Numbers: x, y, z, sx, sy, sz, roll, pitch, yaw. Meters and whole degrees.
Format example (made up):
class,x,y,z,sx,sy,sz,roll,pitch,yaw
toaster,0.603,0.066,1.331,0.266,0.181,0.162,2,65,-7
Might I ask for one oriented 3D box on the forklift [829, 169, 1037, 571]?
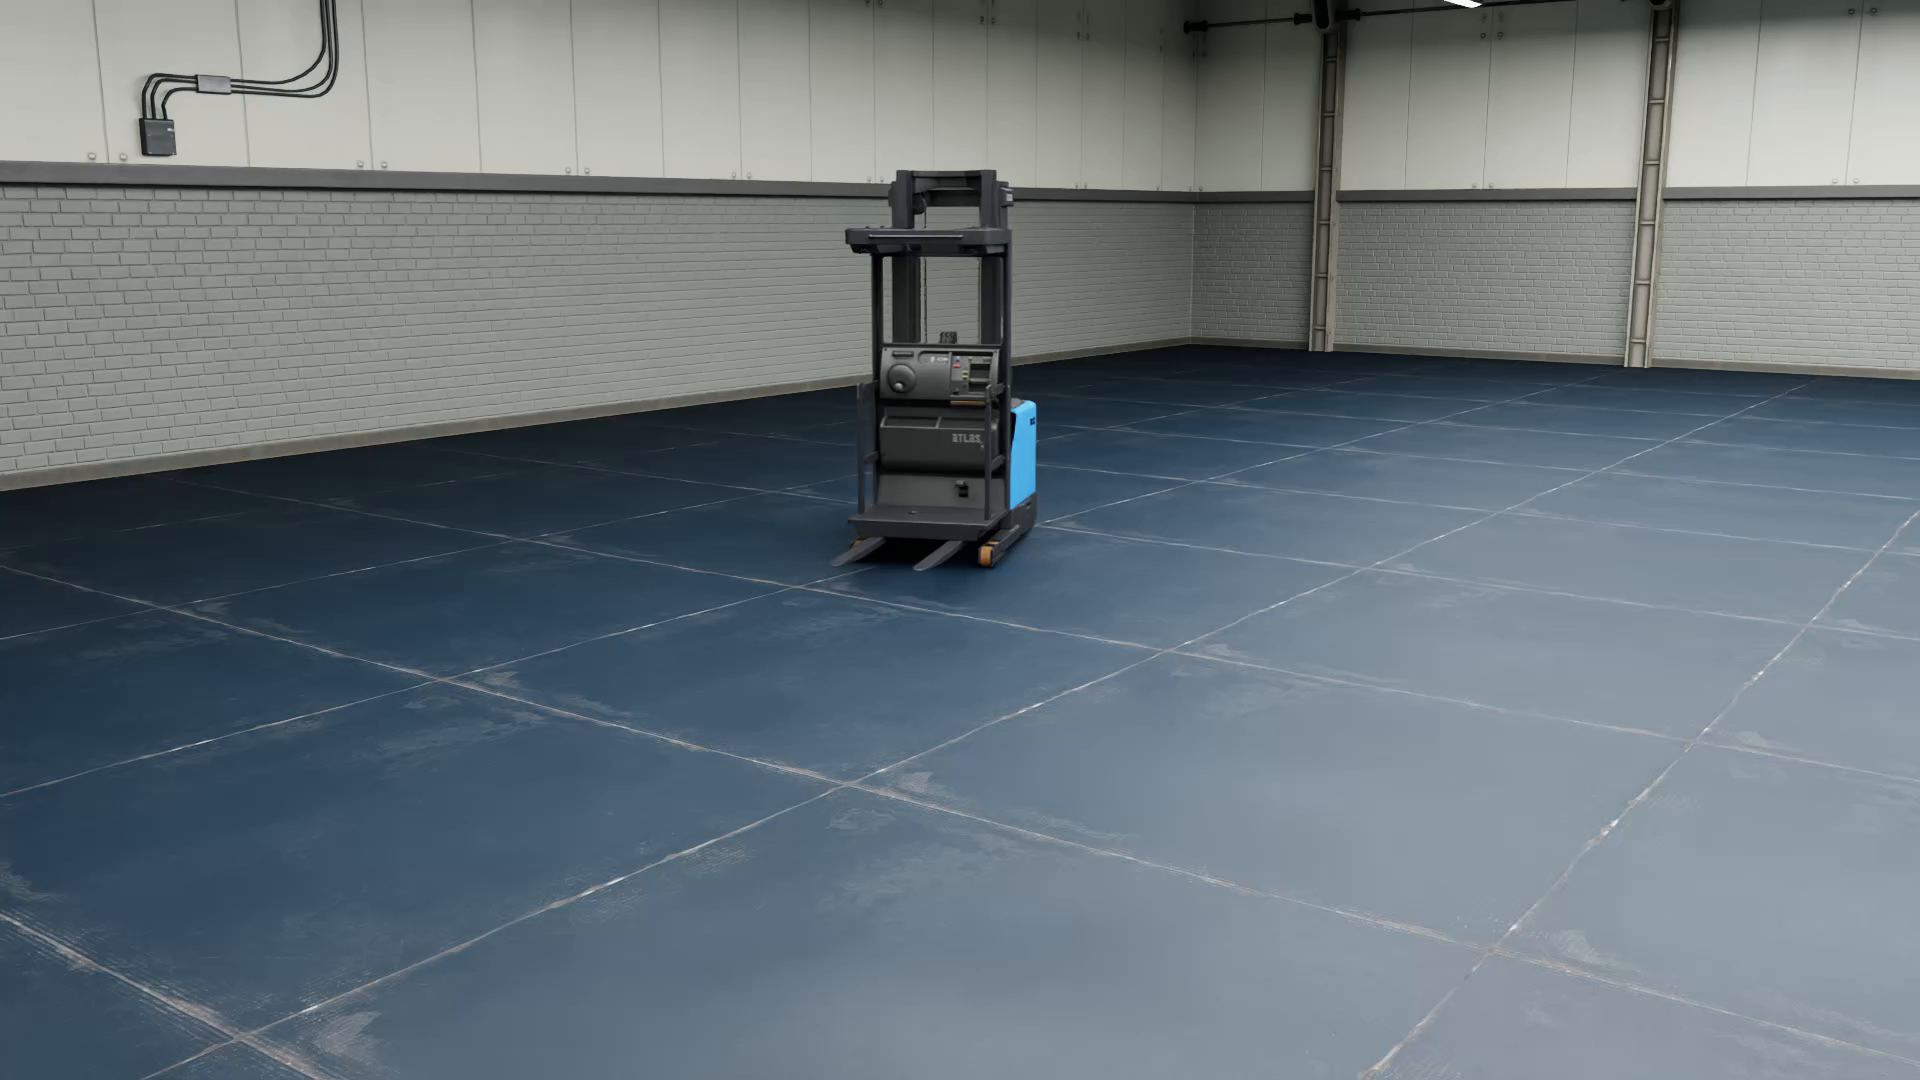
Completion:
class,x,y,z,sx,sy,sz,roll,pitch,yaw
forklift,-0.207,-1.309,12.578,1.130,2.935,3.031,3,11,14

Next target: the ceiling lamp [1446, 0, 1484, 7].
class,x,y,z,sx,sy,sz,roll,pitch,yaw
ceiling lamp,7.308,-9.826,25.261,0.800,3.185,2.000,8,13,36

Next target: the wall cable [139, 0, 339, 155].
class,x,y,z,sx,sy,sz,roll,pitch,yaw
wall cable,-7.475,-6.987,16.998,0.169,6.003,2.305,8,13,36

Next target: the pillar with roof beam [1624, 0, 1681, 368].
class,x,y,z,sx,sy,sz,roll,pitch,yaw
pillar with roof beam,9.418,-6.820,25.093,0.548,9.000,9.100,8,13,36

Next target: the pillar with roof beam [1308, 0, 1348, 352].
class,x,y,z,sx,sy,sz,roll,pitch,yaw
pillar with roof beam,4.582,-7.495,28.580,0.548,9.000,9.100,8,13,36

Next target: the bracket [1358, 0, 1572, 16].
class,x,y,z,sx,sy,sz,roll,pitch,yaw
bracket,9.331,-9.531,29.625,4.783,0.066,0.076,8,13,36

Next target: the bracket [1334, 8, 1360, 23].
class,x,y,z,sx,sy,sz,roll,pitch,yaw
bracket,7.254,-9.820,31.122,0.430,0.232,0.235,8,13,36

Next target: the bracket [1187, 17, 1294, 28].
class,x,y,z,sx,sy,sz,roll,pitch,yaw
bracket,5.151,-10.114,32.639,3.189,0.066,0.076,8,13,36

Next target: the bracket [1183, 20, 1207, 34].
class,x,y,z,sx,sy,sz,roll,pitch,yaw
bracket,4.675,-10.180,32.982,0.430,0.232,0.235,8,13,36

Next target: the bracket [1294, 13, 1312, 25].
class,x,y,z,sx,sy,sz,roll,pitch,yaw
bracket,6.585,-9.914,31.605,0.430,0.232,0.235,8,13,36
